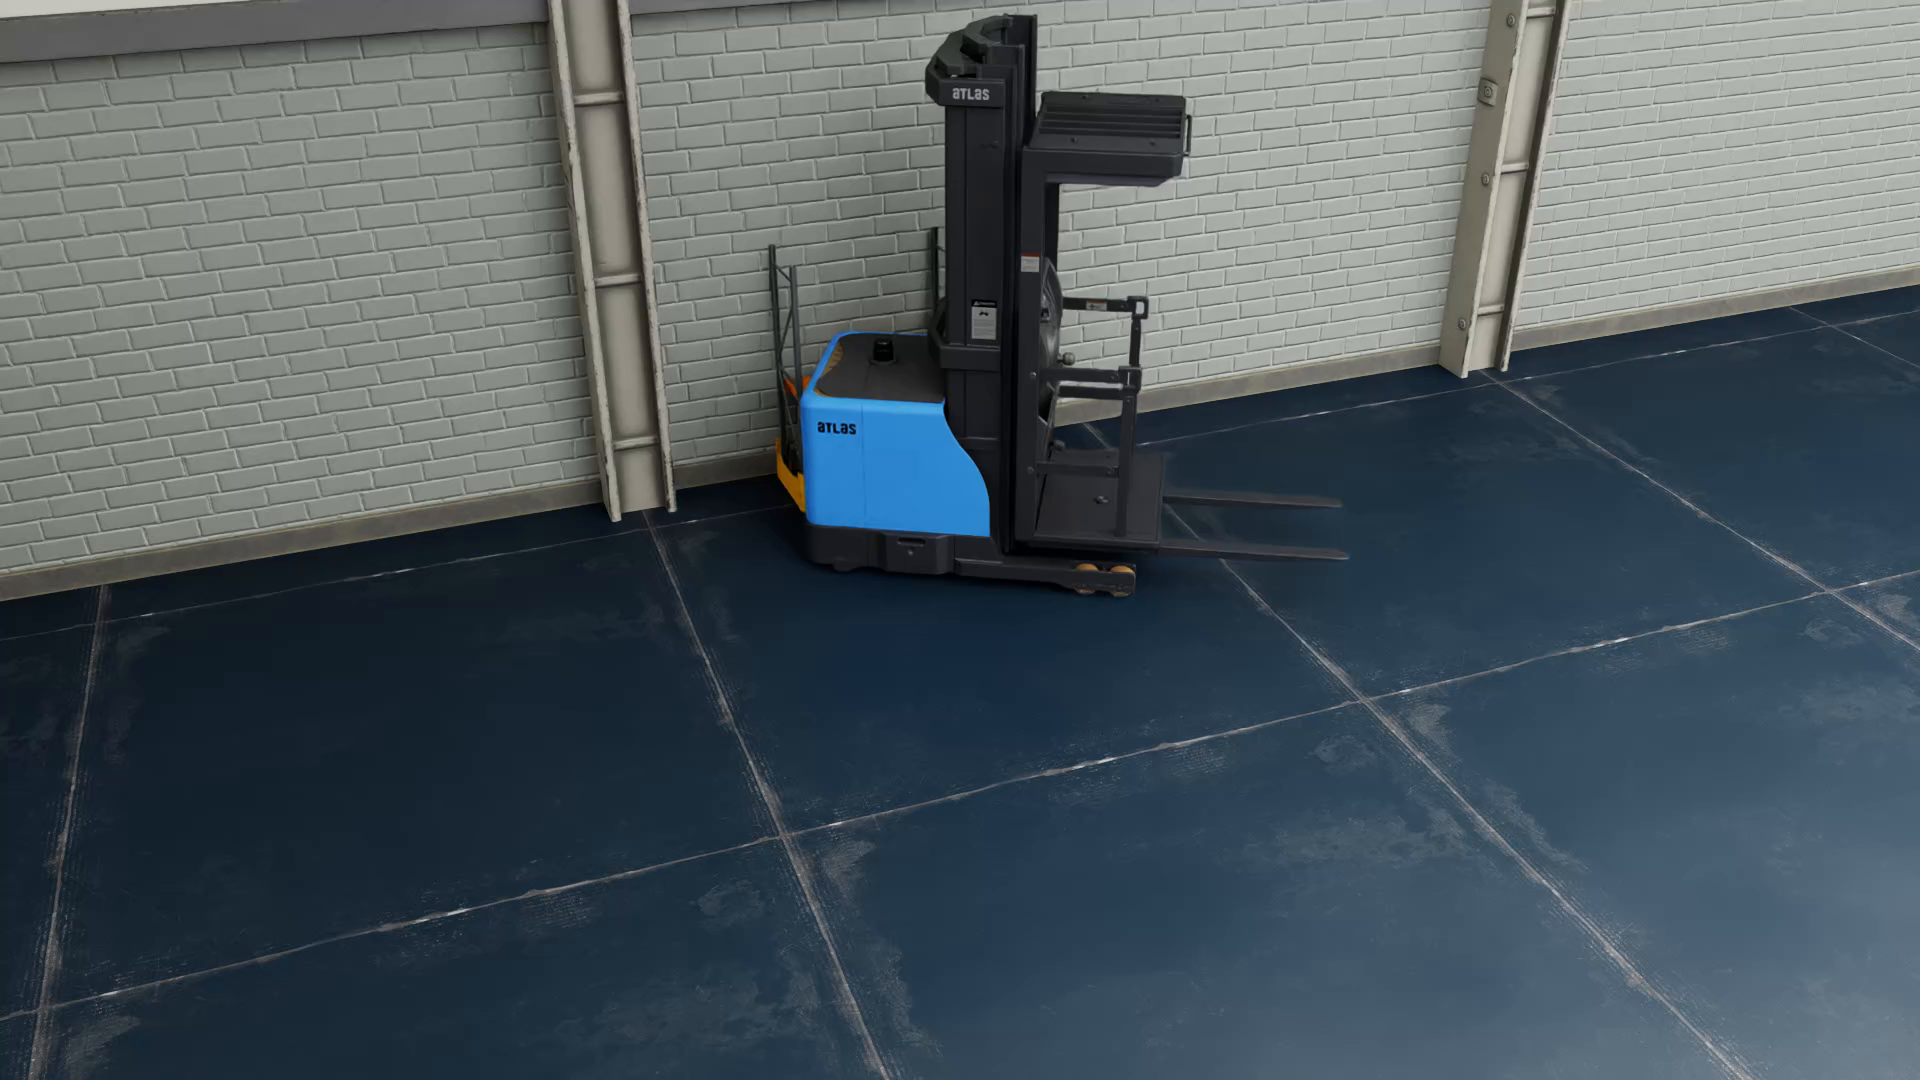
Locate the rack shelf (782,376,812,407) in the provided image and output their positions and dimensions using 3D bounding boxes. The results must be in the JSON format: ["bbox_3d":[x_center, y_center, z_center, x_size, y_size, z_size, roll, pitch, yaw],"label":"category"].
[{"bbox_3d":[-0.542,-0.887,10.150,1.000,0.185,0.538,-10,28,-18],"label":"rack shelf"}]

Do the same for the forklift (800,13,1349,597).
[{"bbox_3d":[0.679,-1.242,8.968,3.031,2.935,1.130,4,30,7],"label":"forklift"}]

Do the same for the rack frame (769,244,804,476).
[{"bbox_3d":[-1.019,-0.966,9.911,0.032,1.500,0.500,-10,28,-18],"label":"rack frame"}]

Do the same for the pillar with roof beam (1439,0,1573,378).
[{"bbox_3d":[5.176,-3.162,6.210,0.400,9.000,9.100,-10,31,-18],"label":"pillar with roof beam"}]

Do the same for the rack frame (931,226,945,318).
[{"bbox_3d":[-0.068,-1.131,10.231,0.032,1.500,0.500,-10,28,-18],"label":"rack frame"}]

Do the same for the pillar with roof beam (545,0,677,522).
[{"bbox_3d":[-0.448,-2.127,4.392,0.400,9.000,9.100,-10,31,-18],"label":"pillar with roof beam"}]

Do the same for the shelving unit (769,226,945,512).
[{"bbox_3d":[-0.552,-1.047,10.068,1.083,1.500,0.587,-10,28,-18],"label":"shelving unit"}]

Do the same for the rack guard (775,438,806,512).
[{"bbox_3d":[-1.013,-0.405,10.187,0.087,0.250,0.587,-10,28,-18],"label":"rack guard"}]
